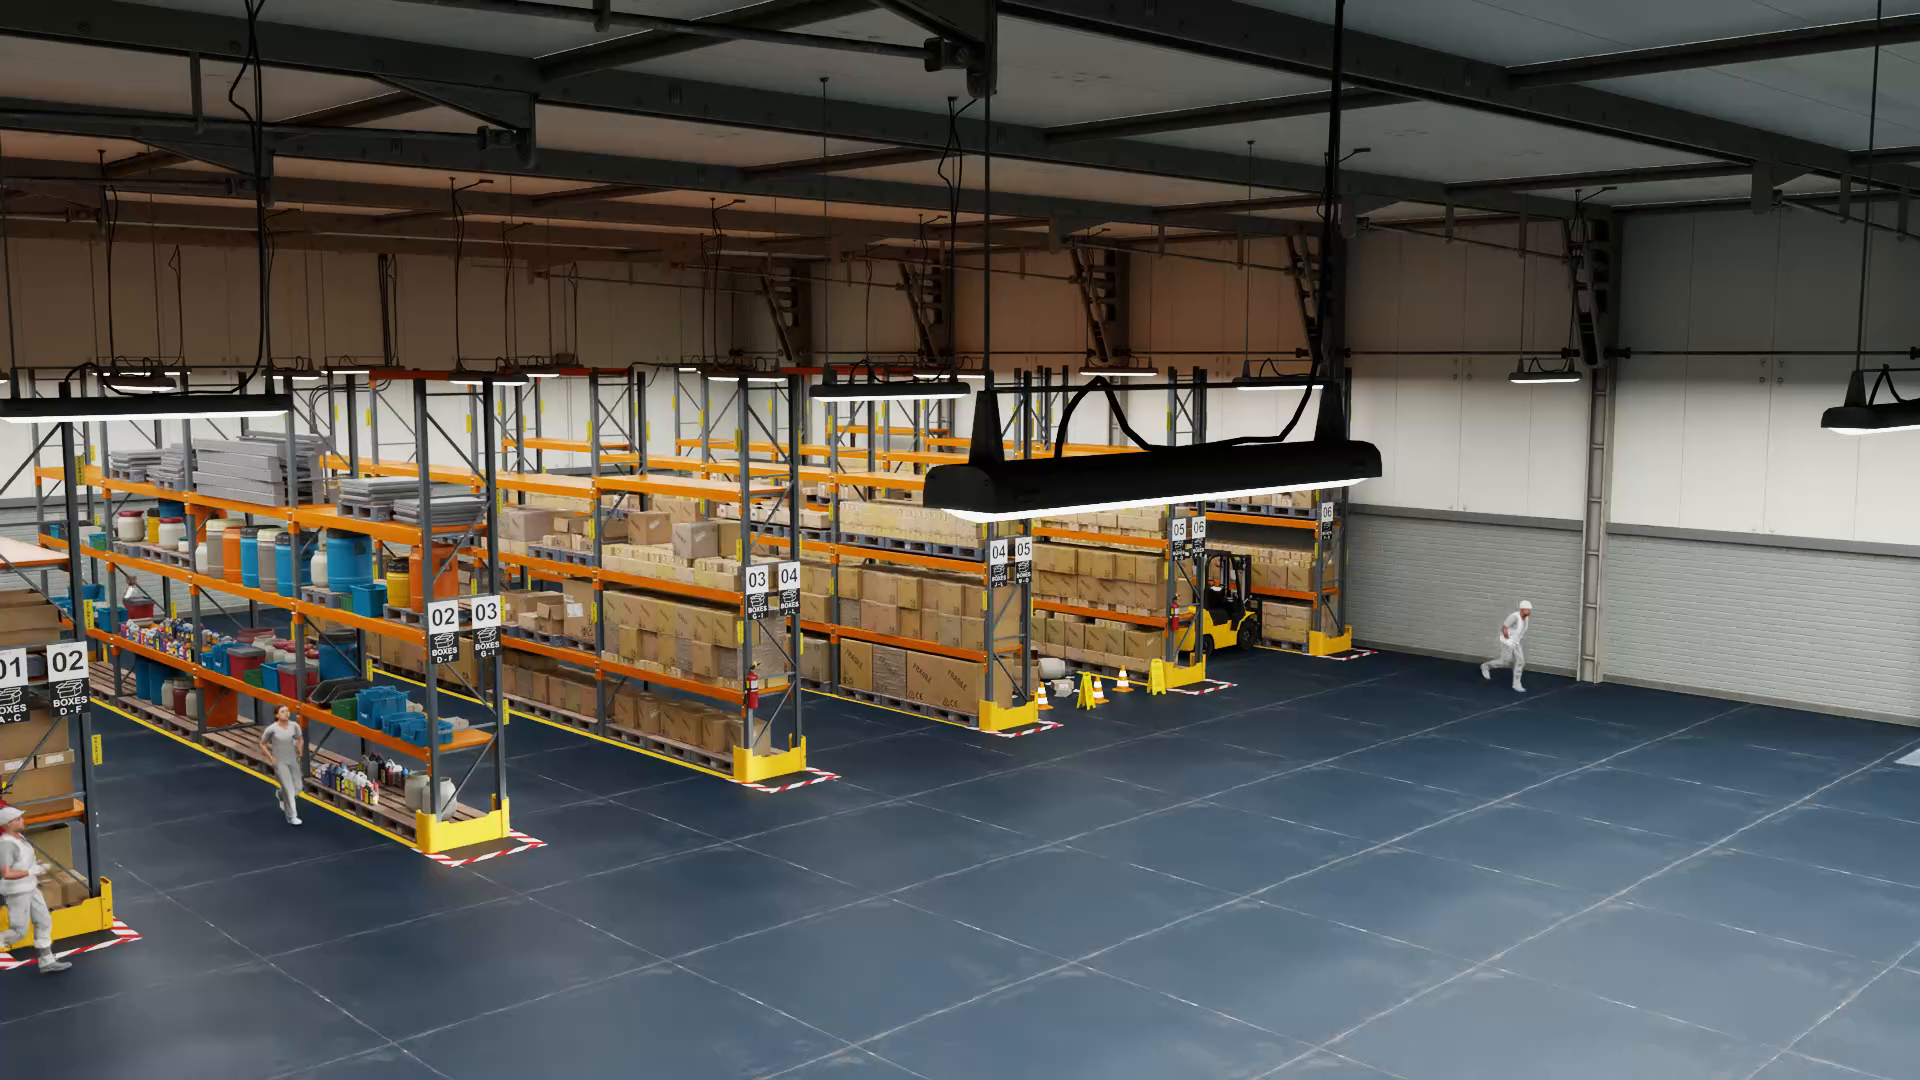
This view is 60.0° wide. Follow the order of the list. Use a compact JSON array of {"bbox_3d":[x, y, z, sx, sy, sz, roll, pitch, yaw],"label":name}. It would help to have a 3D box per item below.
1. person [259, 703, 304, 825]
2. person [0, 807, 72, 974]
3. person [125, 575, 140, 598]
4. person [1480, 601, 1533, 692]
[{"bbox_3d":[-9.115,2.994,22.390,0.697,1.632,0.563,6,9,44],"label":"person"},{"bbox_3d":[-9.545,3.559,16.821,0.910,1.765,0.672,-2,7,-17],"label":"person"},{"bbox_3d":[-17.716,1.538,35.684,0.476,1.567,0.573,-5,8,-39],"label":"person"},{"bbox_3d":[10.319,1.966,31.373,1.003,1.726,0.694,6,9,41],"label":"person"}]
